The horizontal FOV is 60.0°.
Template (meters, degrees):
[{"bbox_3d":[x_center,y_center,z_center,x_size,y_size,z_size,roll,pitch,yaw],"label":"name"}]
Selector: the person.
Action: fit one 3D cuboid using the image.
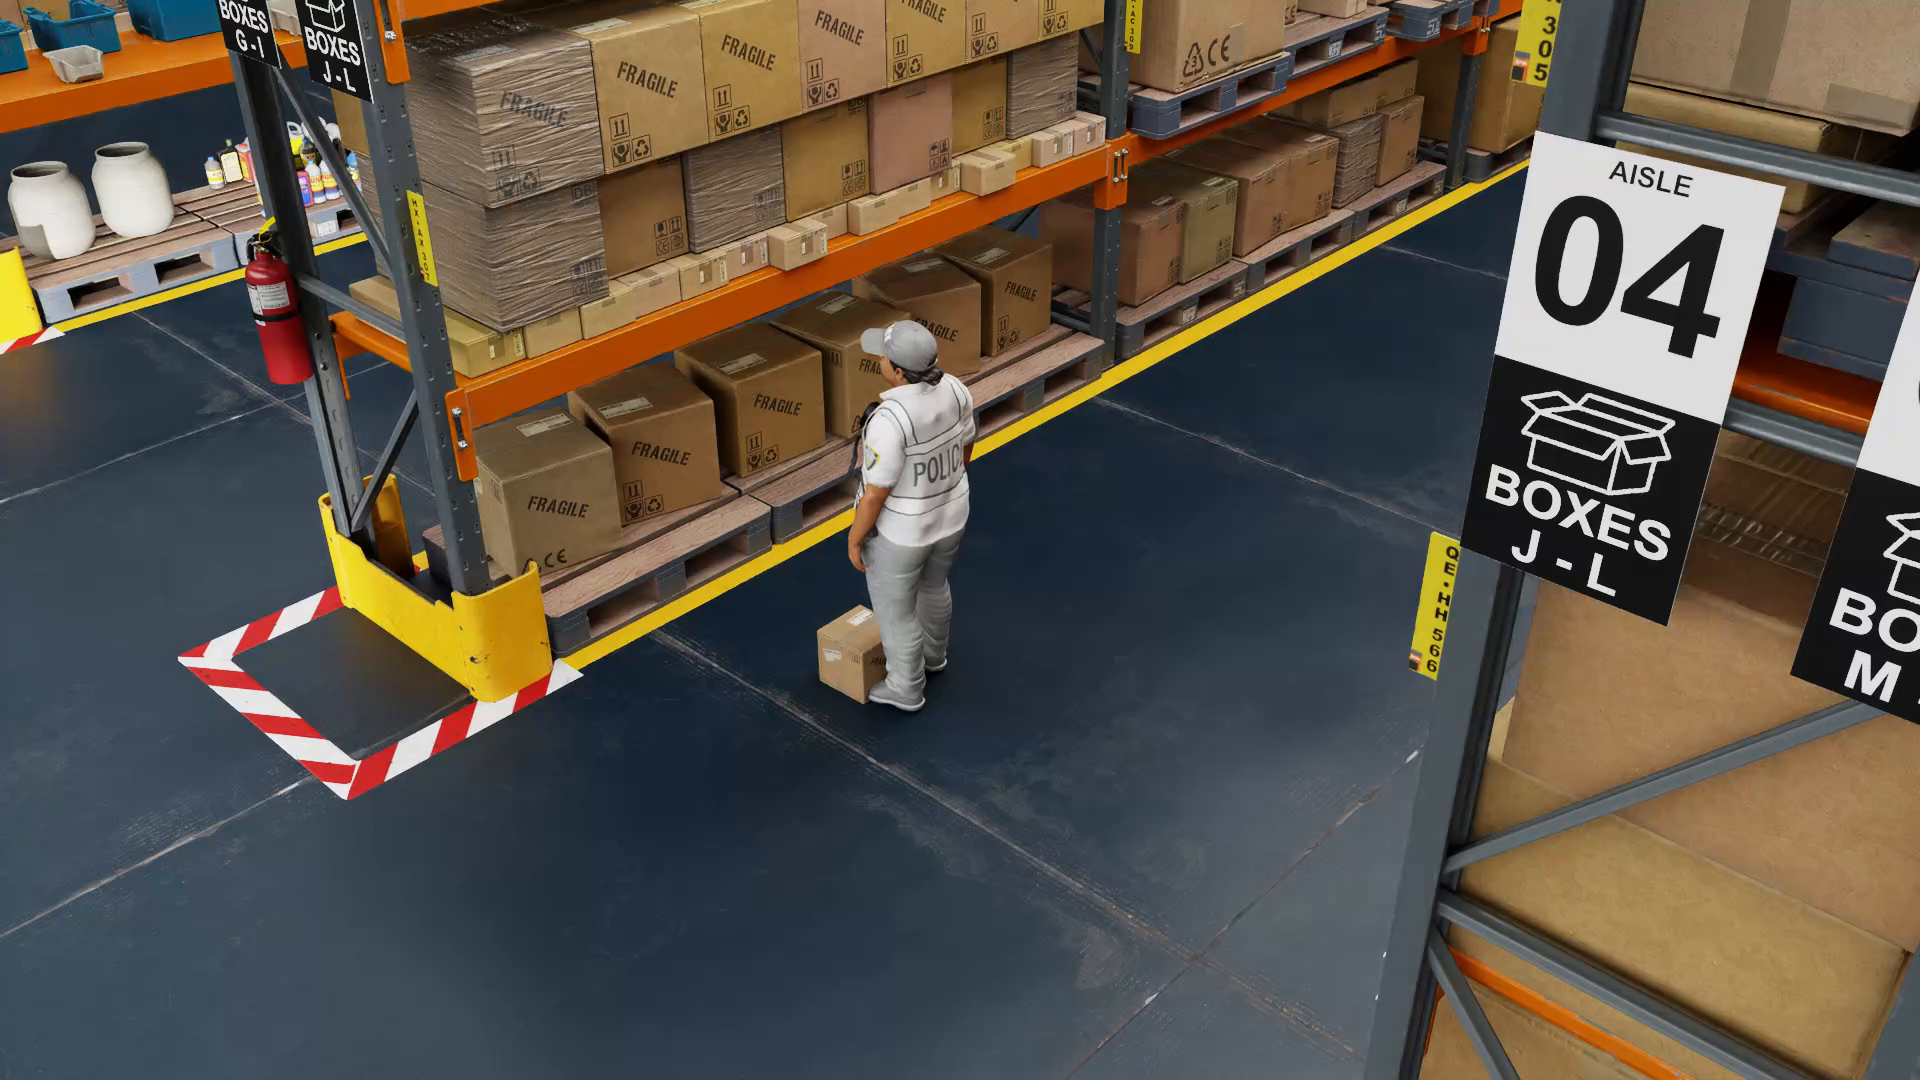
[{"bbox_3d":[-0.231,-0.102,6.276,0.524,1.671,0.599,25,40,35],"label":"person"}]
